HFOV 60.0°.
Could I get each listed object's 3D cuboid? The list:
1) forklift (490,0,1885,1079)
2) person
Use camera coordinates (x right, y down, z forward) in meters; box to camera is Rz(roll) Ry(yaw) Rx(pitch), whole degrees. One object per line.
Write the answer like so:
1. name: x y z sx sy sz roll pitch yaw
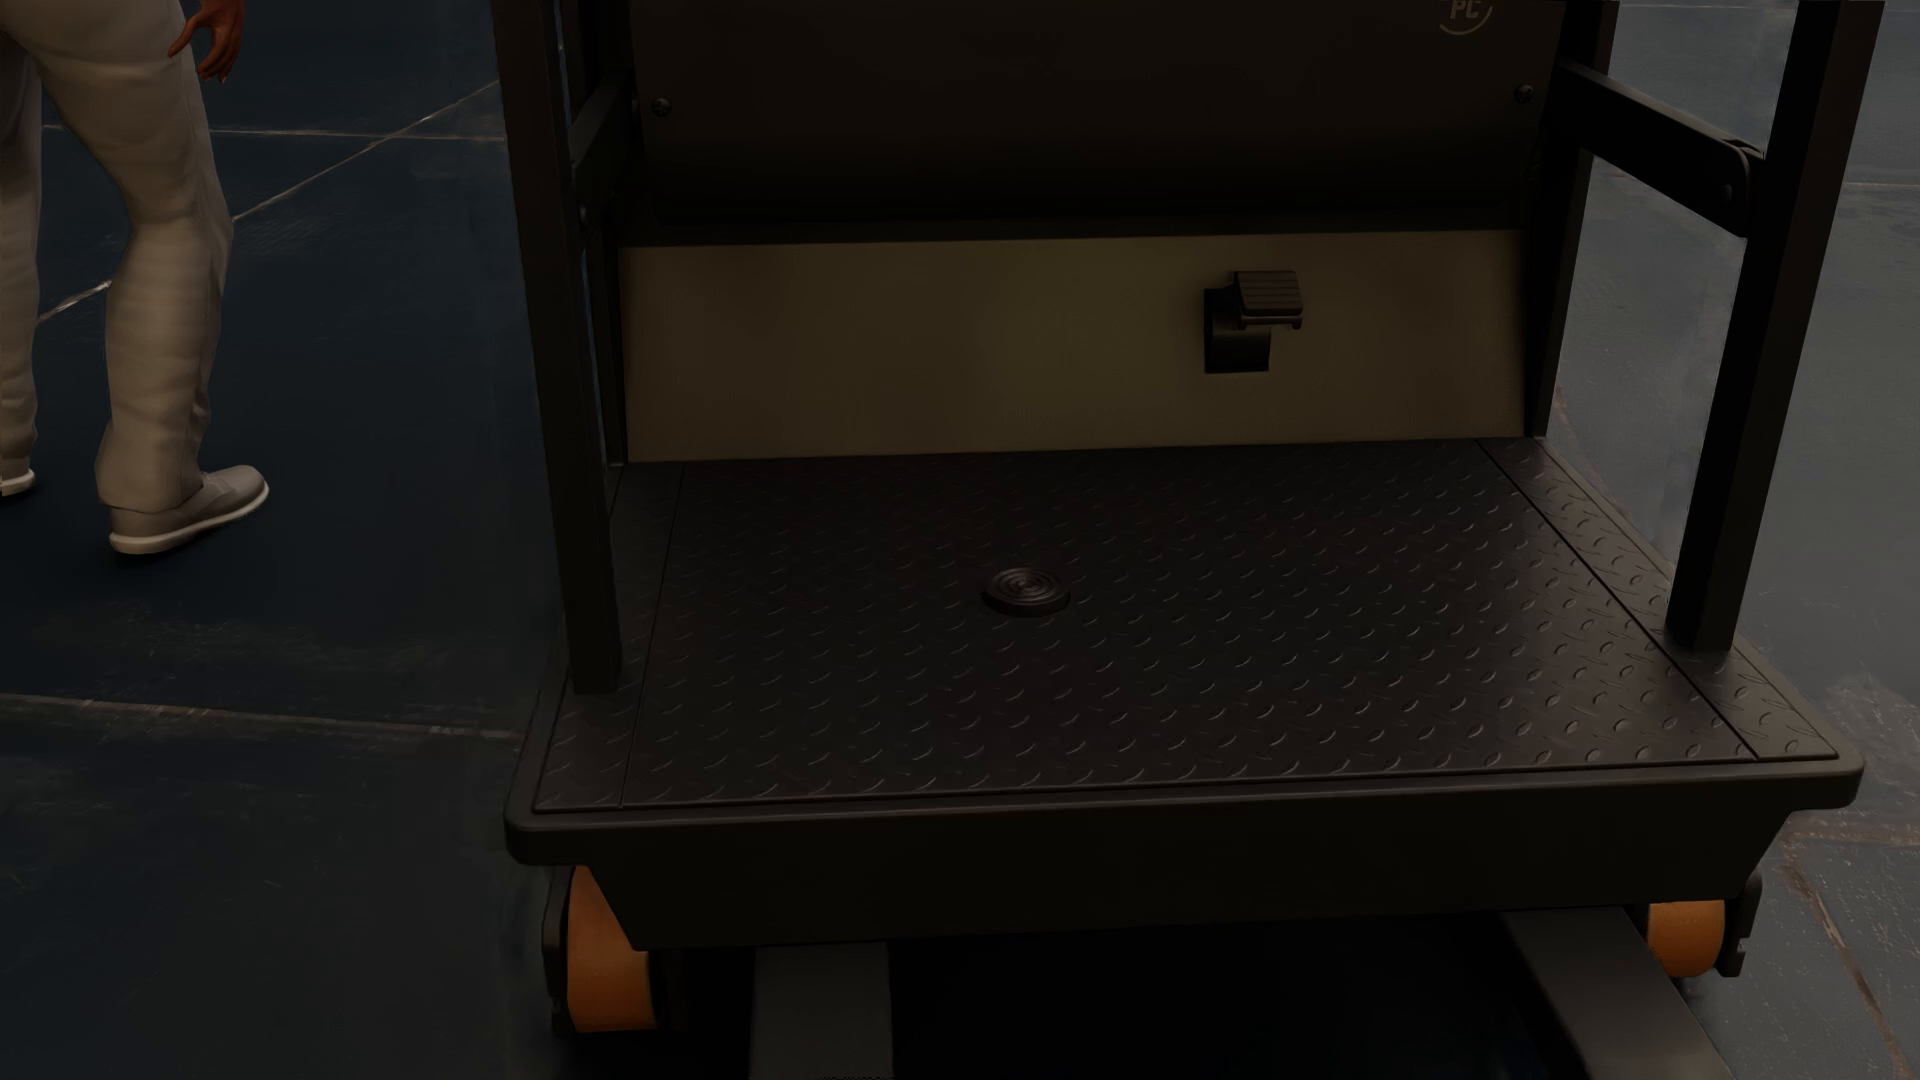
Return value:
1. forklift: 0.158 -1.002 1.225 1.130 2.935 3.031 -2 27 -4
2. person: -1.299 -0.786 2.272 0.783 1.631 0.412 5 27 10
